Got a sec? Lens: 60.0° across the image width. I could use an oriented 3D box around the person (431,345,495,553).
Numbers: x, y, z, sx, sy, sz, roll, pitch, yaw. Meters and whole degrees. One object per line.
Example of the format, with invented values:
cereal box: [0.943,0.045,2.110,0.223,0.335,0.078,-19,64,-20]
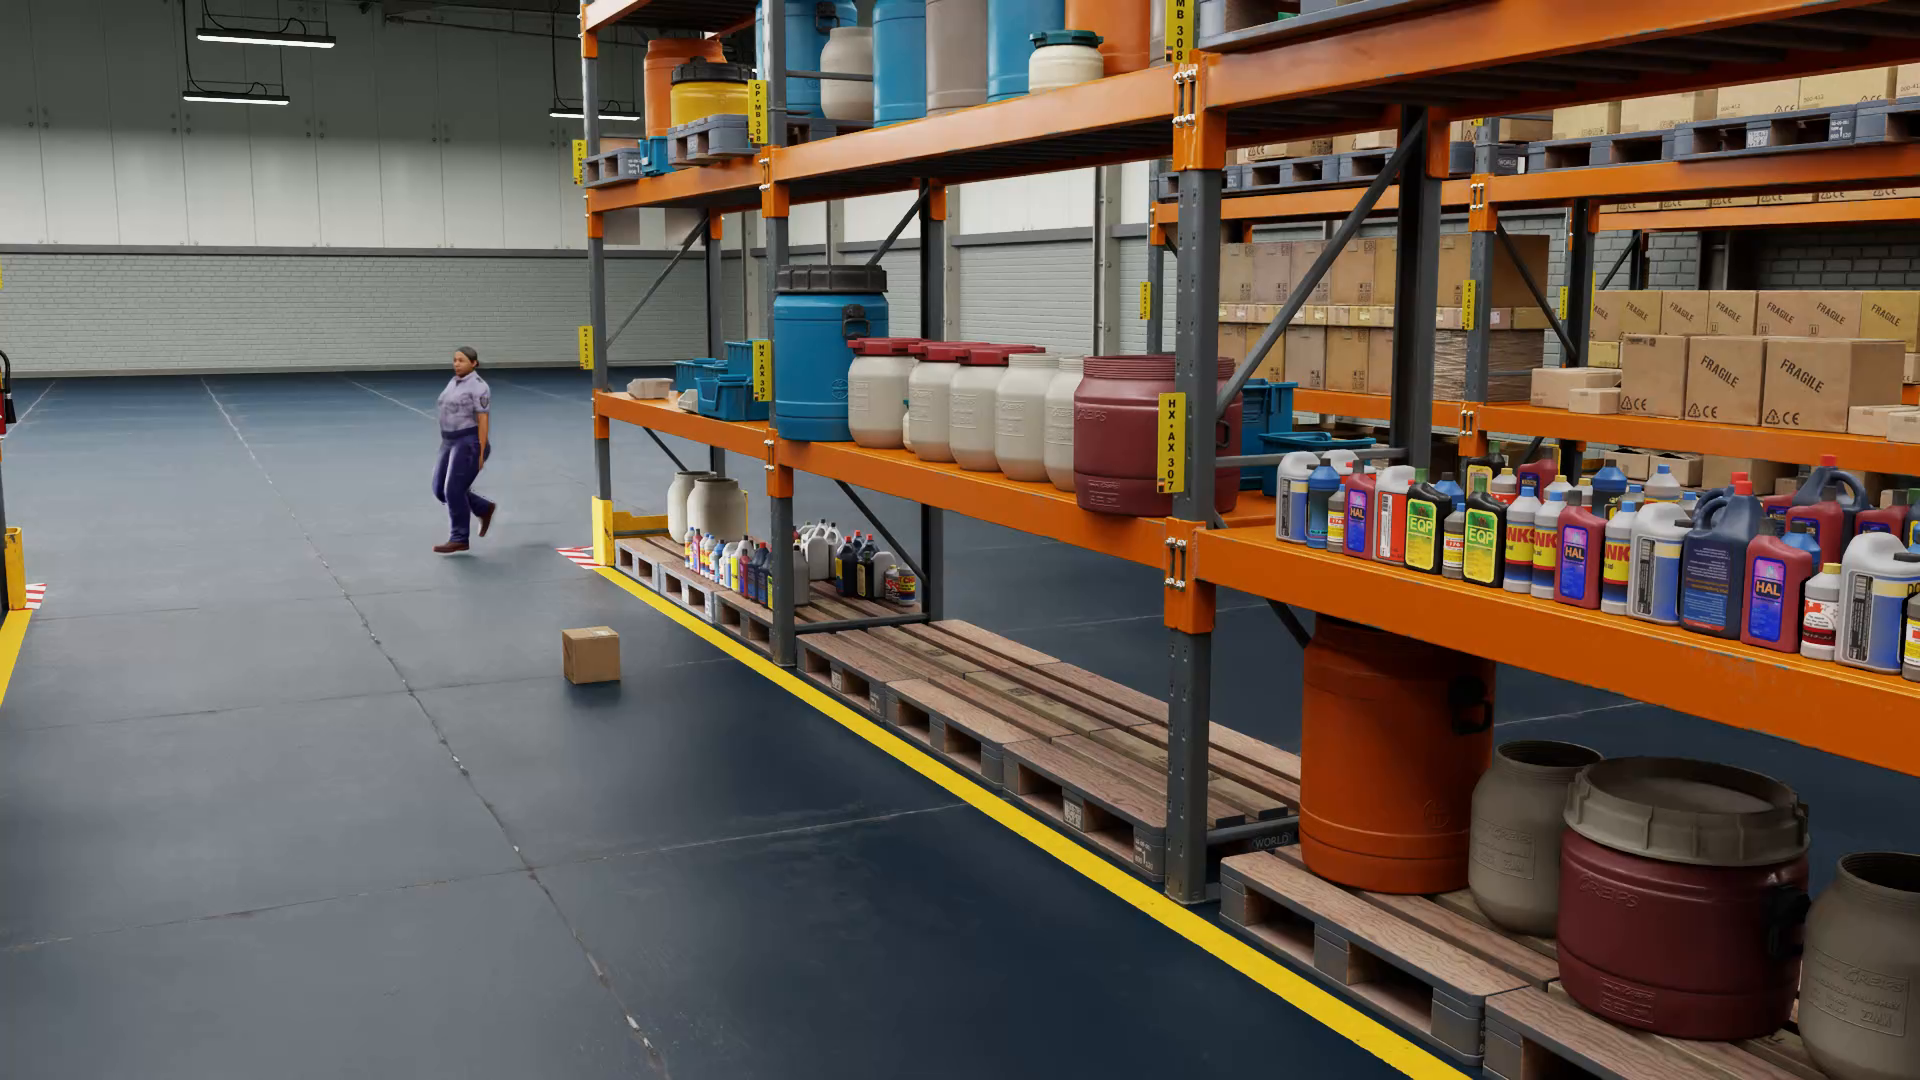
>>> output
person: [-3.898,-0.723,13.144,0.509,1.607,0.637,8,12,43]
